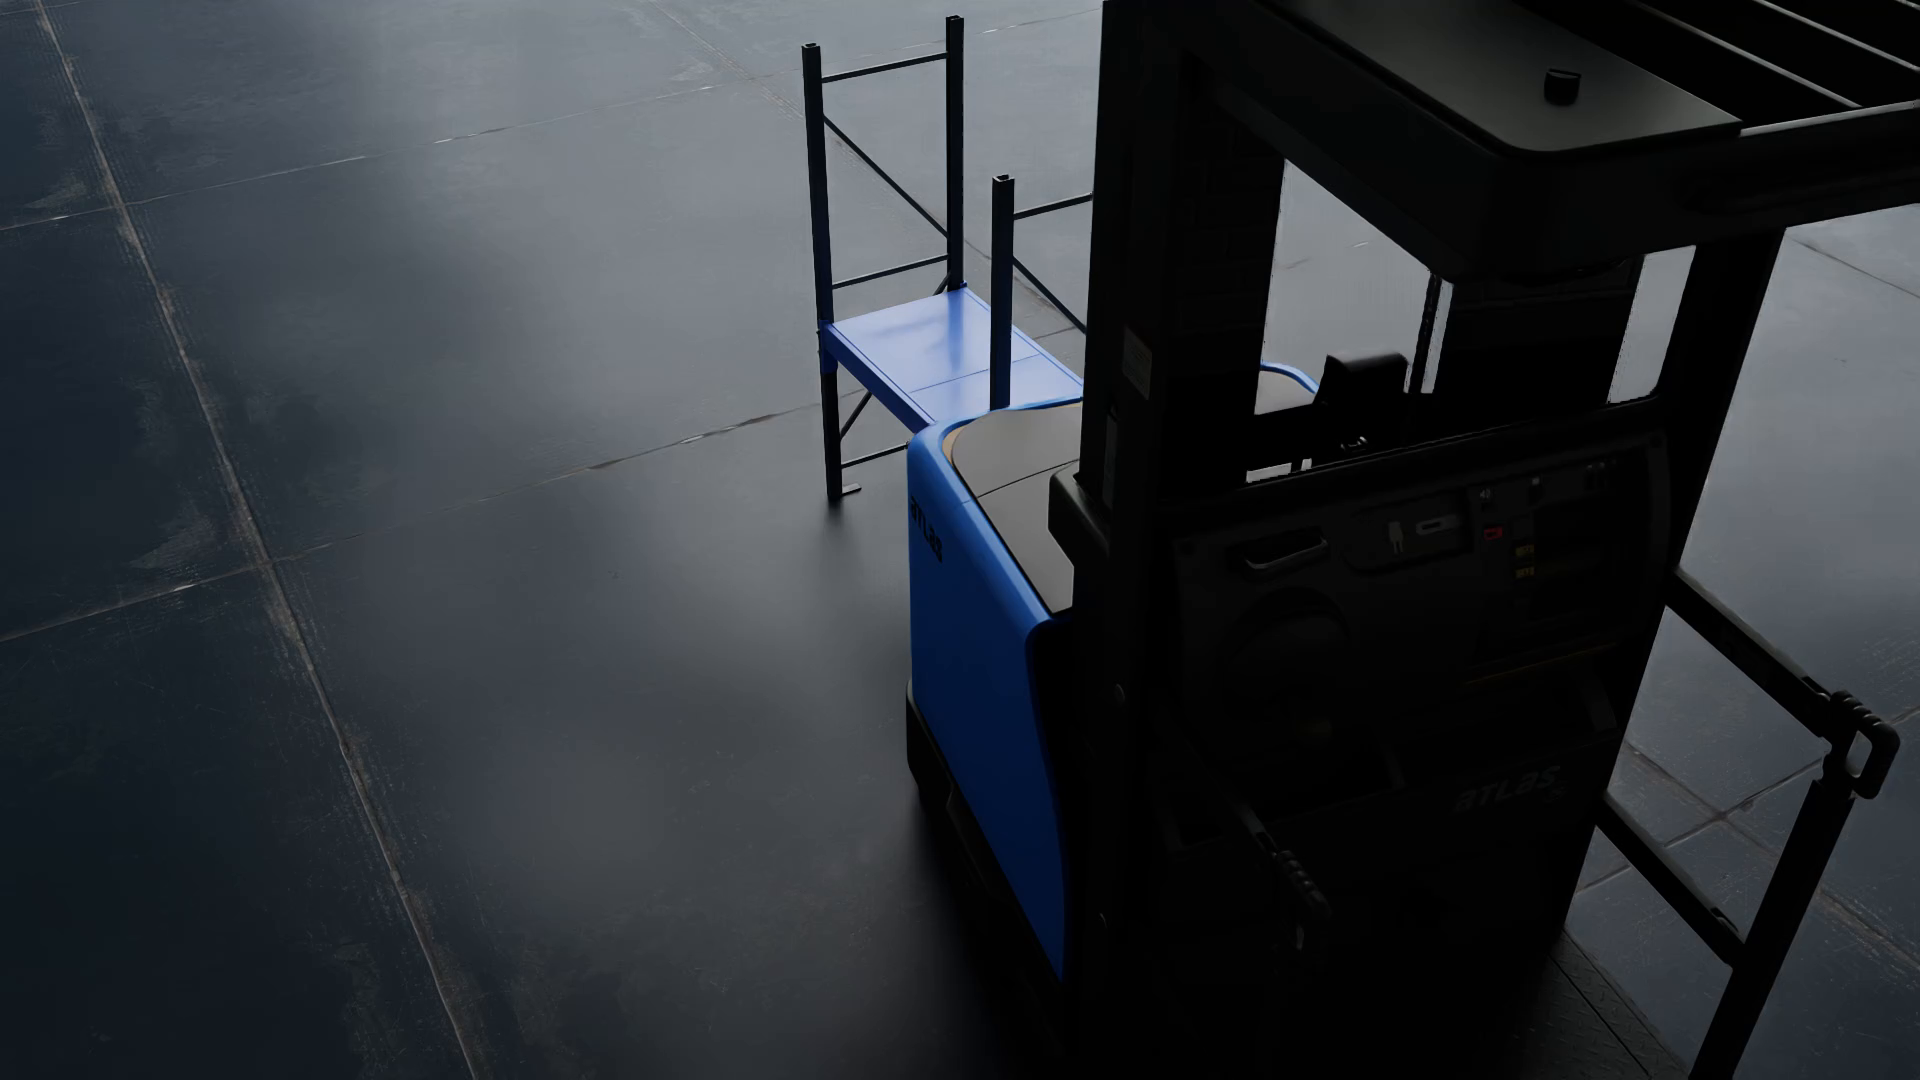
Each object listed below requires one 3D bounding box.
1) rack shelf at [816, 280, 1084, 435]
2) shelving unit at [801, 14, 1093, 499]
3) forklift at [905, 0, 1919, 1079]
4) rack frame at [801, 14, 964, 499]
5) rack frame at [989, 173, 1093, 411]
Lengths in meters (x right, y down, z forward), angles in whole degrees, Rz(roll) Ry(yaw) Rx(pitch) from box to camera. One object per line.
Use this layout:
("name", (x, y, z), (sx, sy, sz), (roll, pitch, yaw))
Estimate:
("rack shelf", (0.043, -0.417, 4.854), (0.538, 0.185, 1.000), (-19, 40, -24))
("shelving unit", (0.043, -0.562, 4.748), (0.538, 1.500, 1.048), (-19, 40, -24))
("forklift", (0.847, 0.139, 2.575), (1.130, 2.935, 3.031), (-12, 38, -16))
("rack frame", (-0.213, -0.821, 5.103), (0.500, 1.500, 0.032), (-19, 40, -24))
("rack frame", (0.298, -0.303, 4.393), (0.500, 1.500, 0.032), (-19, 40, -24))
